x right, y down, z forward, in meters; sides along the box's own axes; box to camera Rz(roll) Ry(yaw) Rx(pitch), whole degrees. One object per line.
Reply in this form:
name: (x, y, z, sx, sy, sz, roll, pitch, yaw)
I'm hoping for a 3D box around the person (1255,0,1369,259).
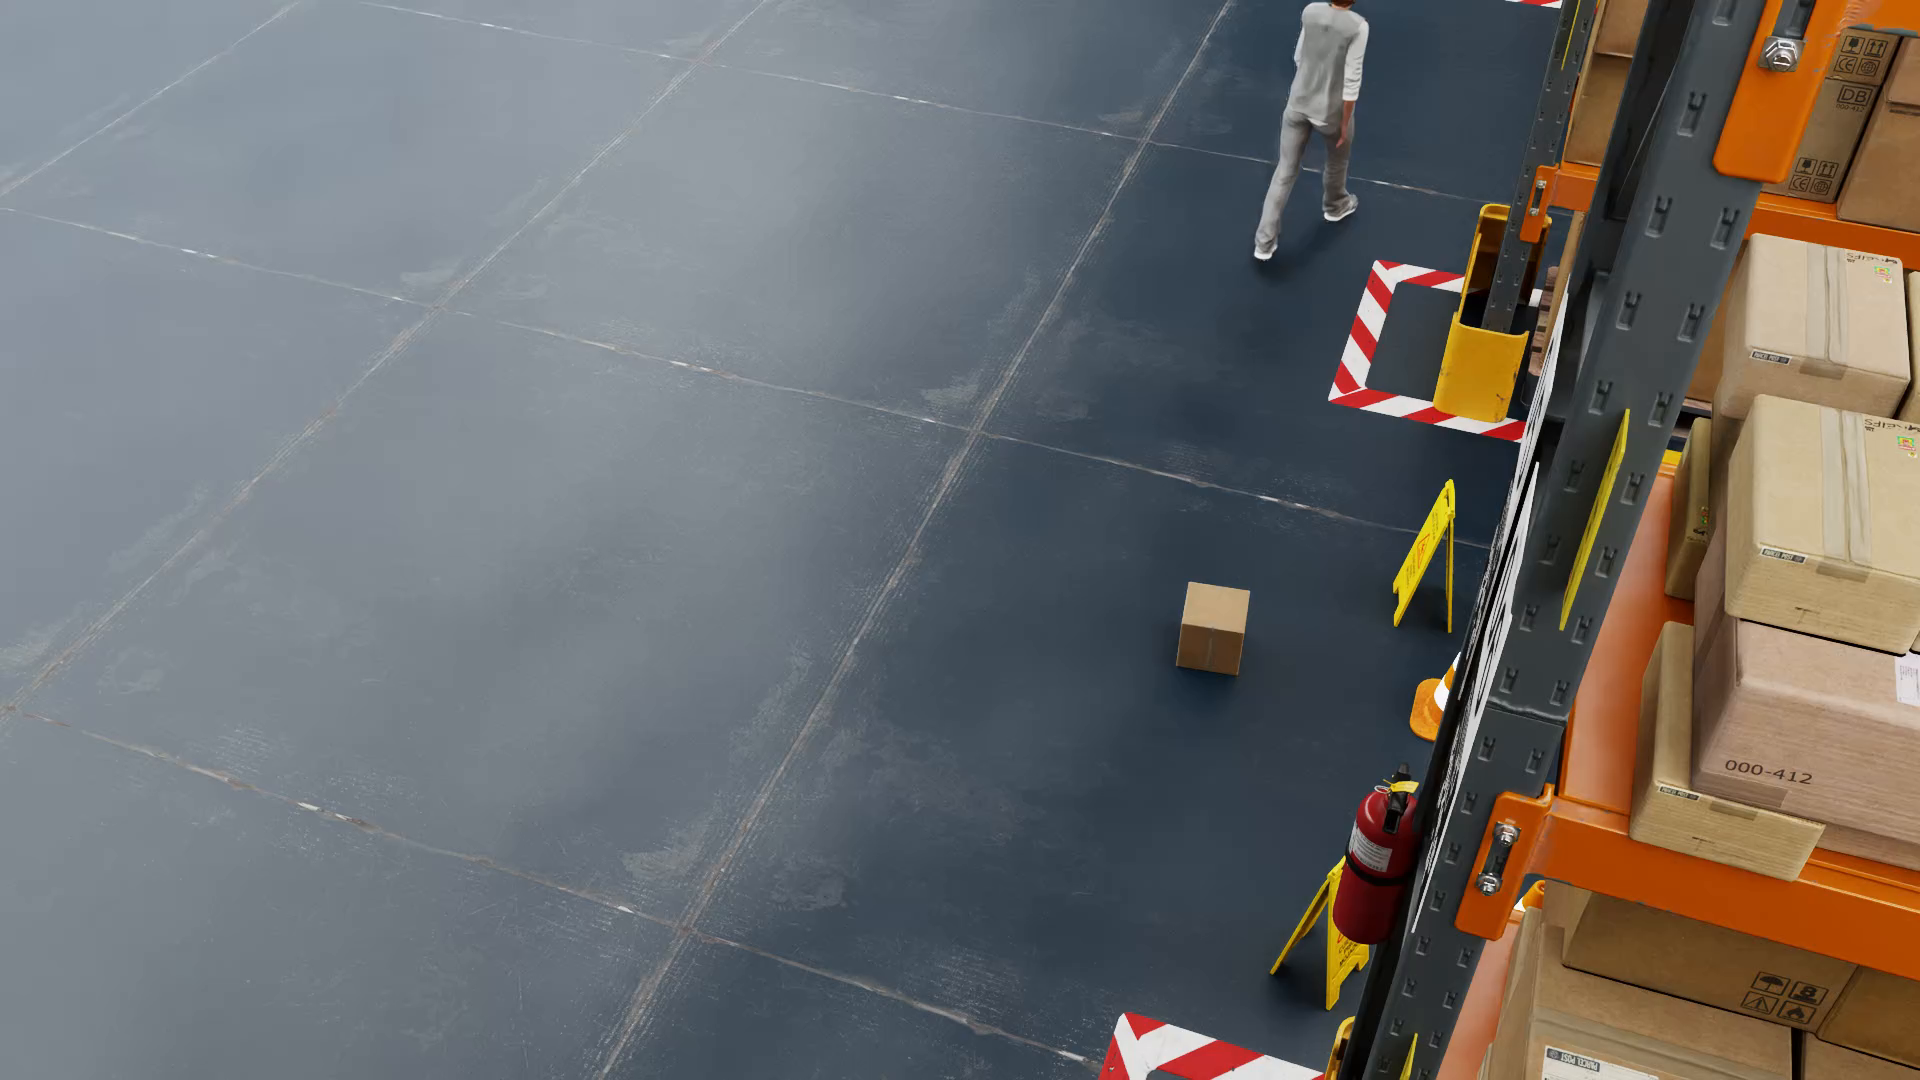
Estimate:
person: (1.891, -2.268, 8.660, 0.437, 1.539, 0.914, 25, 48, 25)
